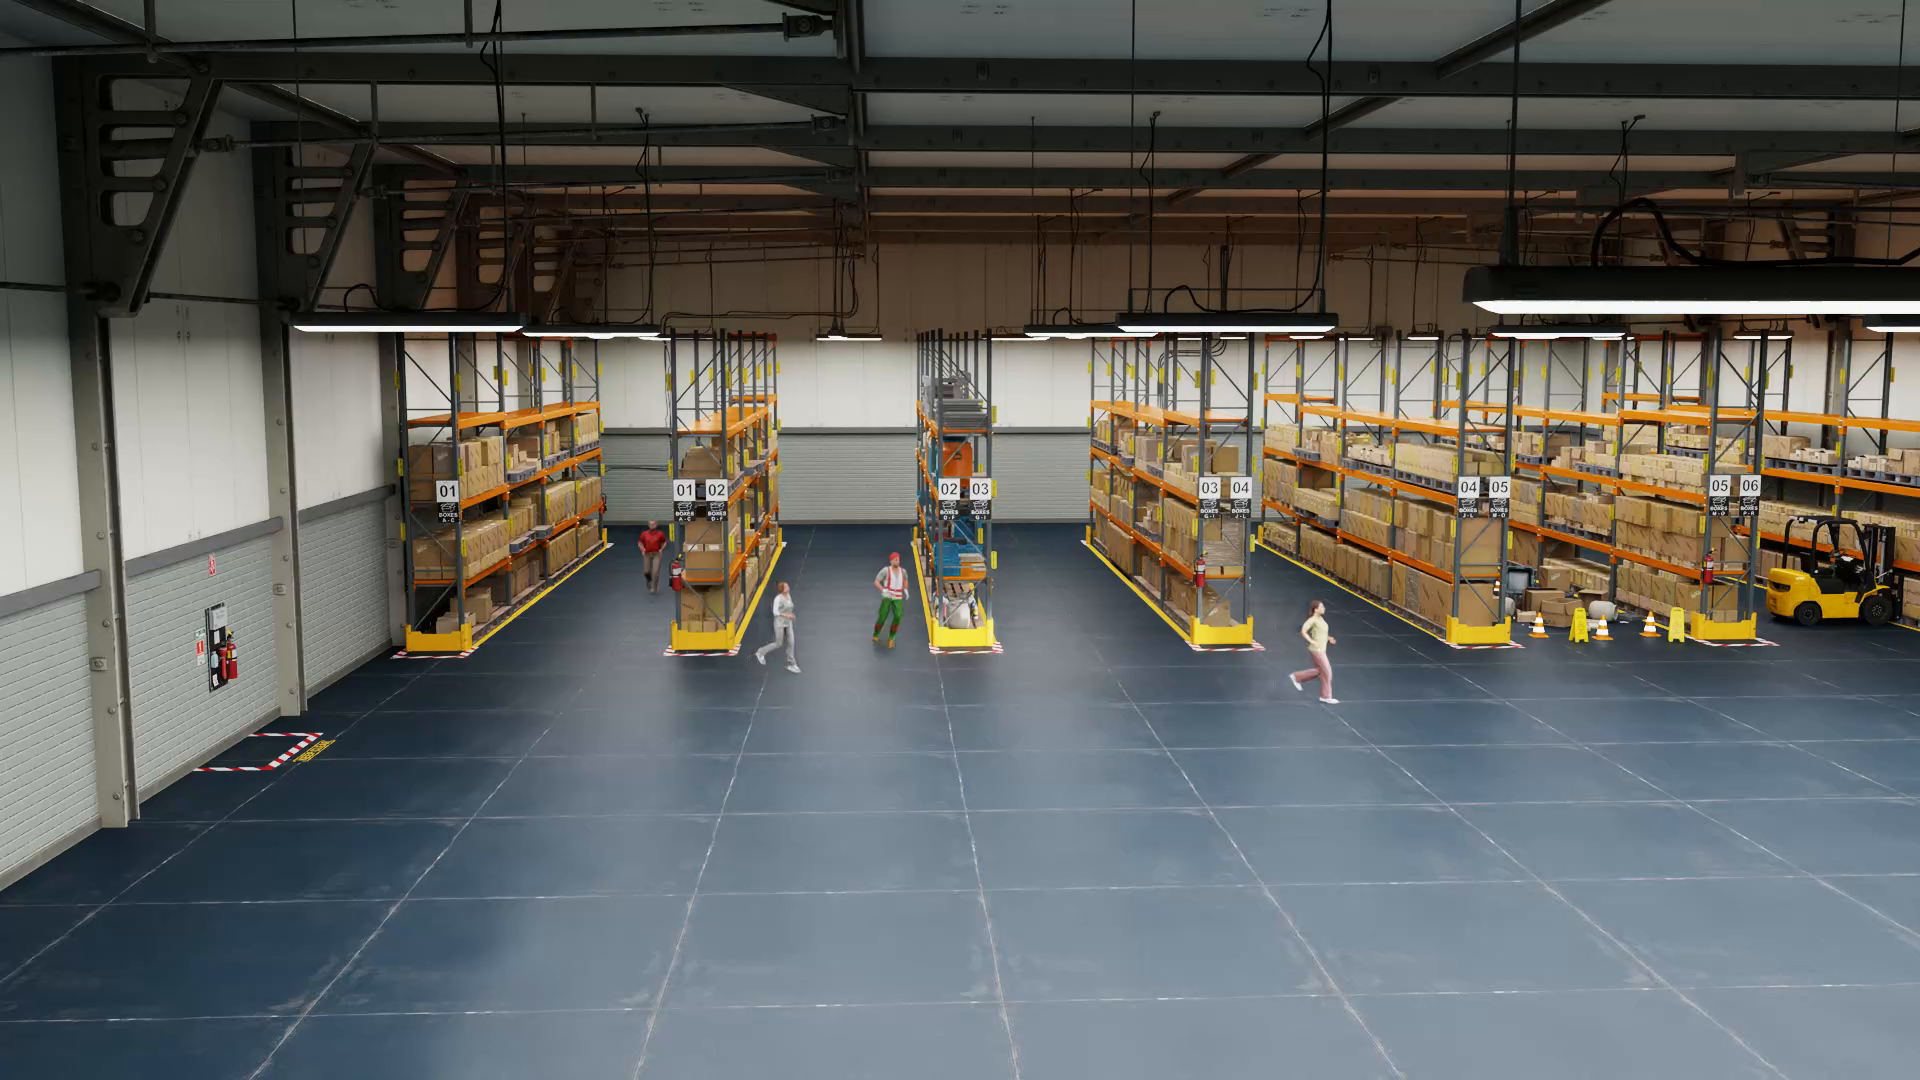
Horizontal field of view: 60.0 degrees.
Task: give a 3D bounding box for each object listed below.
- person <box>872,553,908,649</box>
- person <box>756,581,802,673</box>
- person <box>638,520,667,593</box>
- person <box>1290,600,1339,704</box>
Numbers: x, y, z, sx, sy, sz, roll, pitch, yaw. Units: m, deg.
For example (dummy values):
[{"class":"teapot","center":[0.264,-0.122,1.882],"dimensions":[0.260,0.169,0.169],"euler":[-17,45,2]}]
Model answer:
[{"class":"person","center":[-1.288,1.134,31.607],"dimensions":[0.722,1.802,0.707],"euler":[-2,7,-20]},{"class":"person","center":[-3.151,1.517,29.148],"dimensions":[0.860,1.586,0.550],"euler":[4,8,29]},{"class":"person","center":[-7.071,0.382,38.256],"dimensions":[0.644,1.679,0.595],"euler":[-1,7,-8]},{"class":"person","center":[5.686,1.779,26.679],"dimensions":[0.818,1.660,0.579],"euler":[3,8,27]}]
